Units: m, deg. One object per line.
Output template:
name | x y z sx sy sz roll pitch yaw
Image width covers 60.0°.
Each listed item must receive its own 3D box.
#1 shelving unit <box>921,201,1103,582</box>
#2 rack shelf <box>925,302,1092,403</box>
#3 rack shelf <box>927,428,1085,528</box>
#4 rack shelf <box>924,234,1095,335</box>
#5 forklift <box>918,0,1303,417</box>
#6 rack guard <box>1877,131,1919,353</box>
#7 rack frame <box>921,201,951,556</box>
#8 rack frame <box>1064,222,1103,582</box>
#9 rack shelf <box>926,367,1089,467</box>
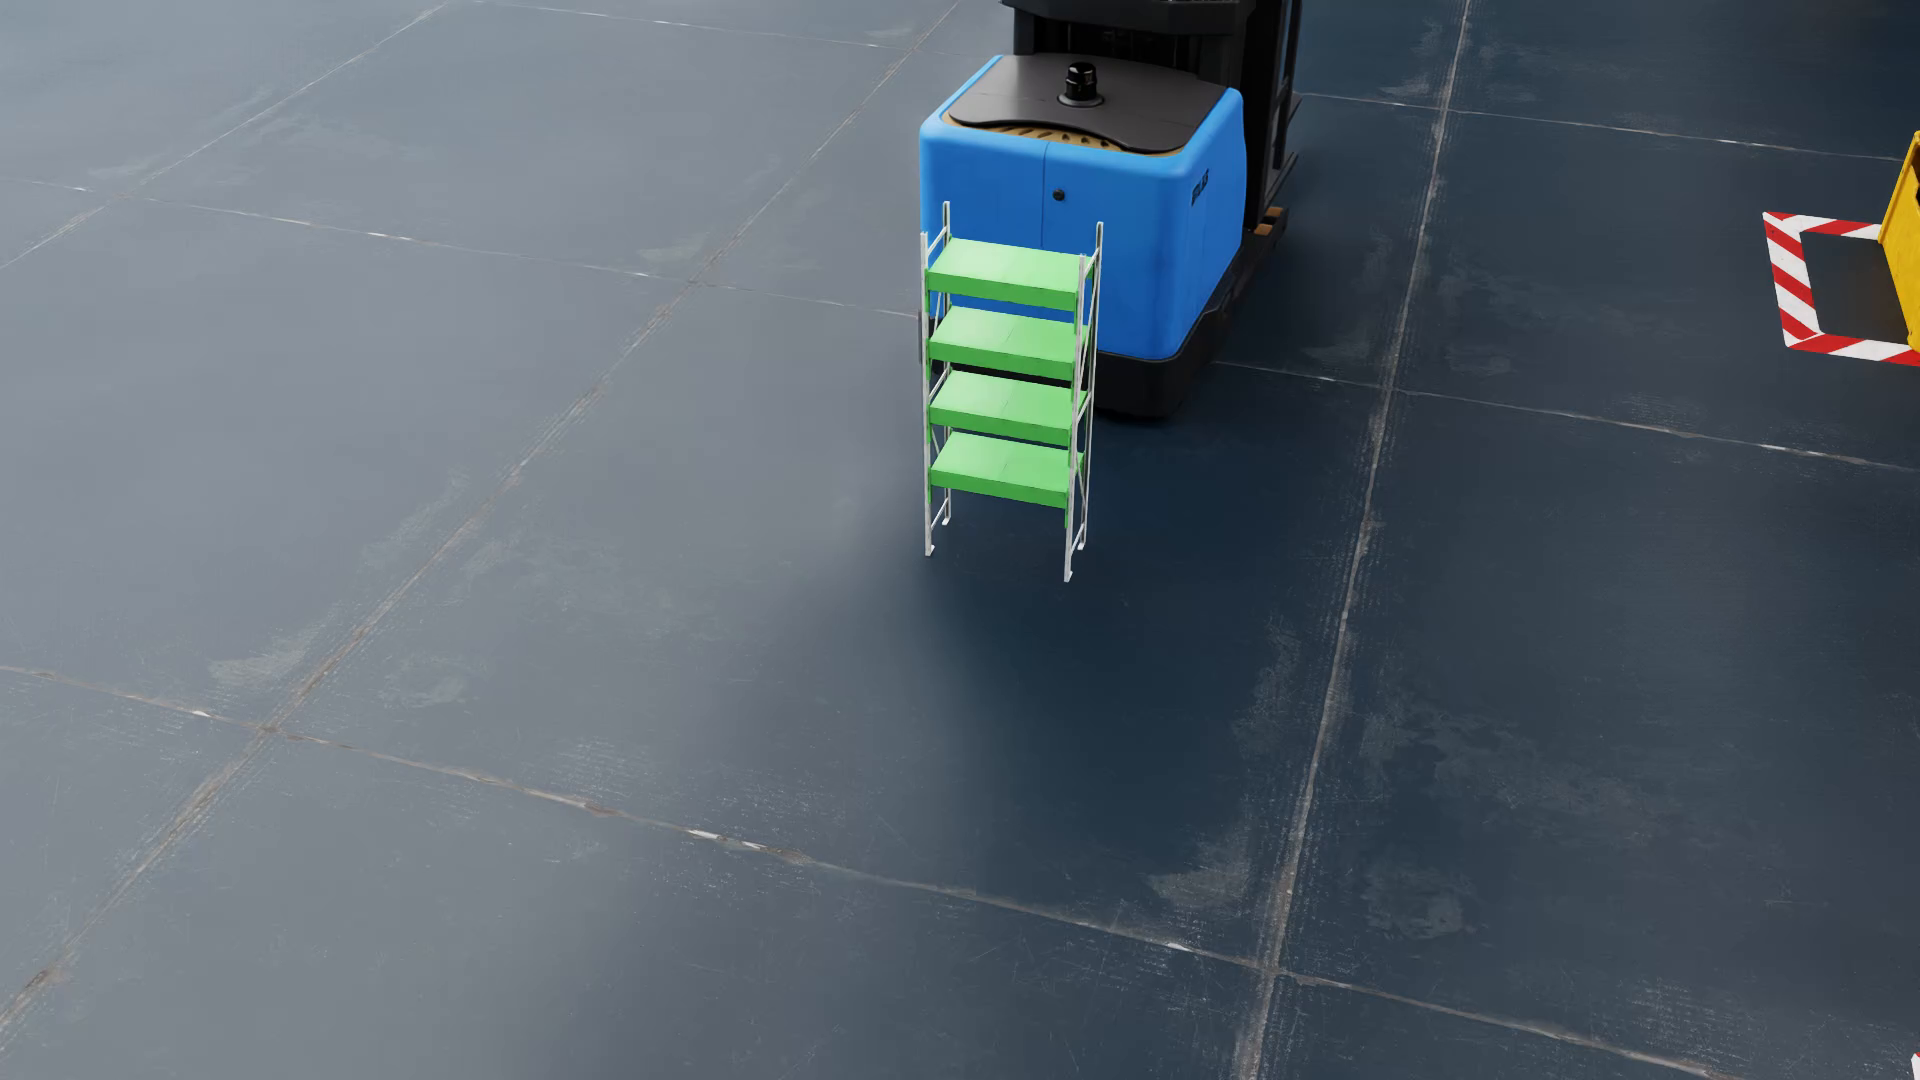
shelving unit | 0.158 -0.454 5.355 0.503 1.200 0.258 10 38 14
rack shelf | 0.158 -0.596 5.250 0.480 0.148 0.258 10 38 14
rack shelf | 0.158 -0.209 5.535 0.480 0.148 0.258 10 38 14
rack shelf | 0.158 -0.789 5.108 0.480 0.148 0.258 10 38 14
forklift | 0.857 -2.513 6.692 1.130 2.935 3.031 13 38 17
rack guard | 4.222 -1.263 7.045 0.348 0.500 1.175 10 38 14
rack frame | -0.075 -0.497 5.413 0.015 1.200 0.240 10 38 14
rack frame | 0.391 -0.411 5.296 0.015 1.200 0.240 10 38 14
rack shelf | 0.158 -0.402 5.392 0.480 0.148 0.258 10 38 14
